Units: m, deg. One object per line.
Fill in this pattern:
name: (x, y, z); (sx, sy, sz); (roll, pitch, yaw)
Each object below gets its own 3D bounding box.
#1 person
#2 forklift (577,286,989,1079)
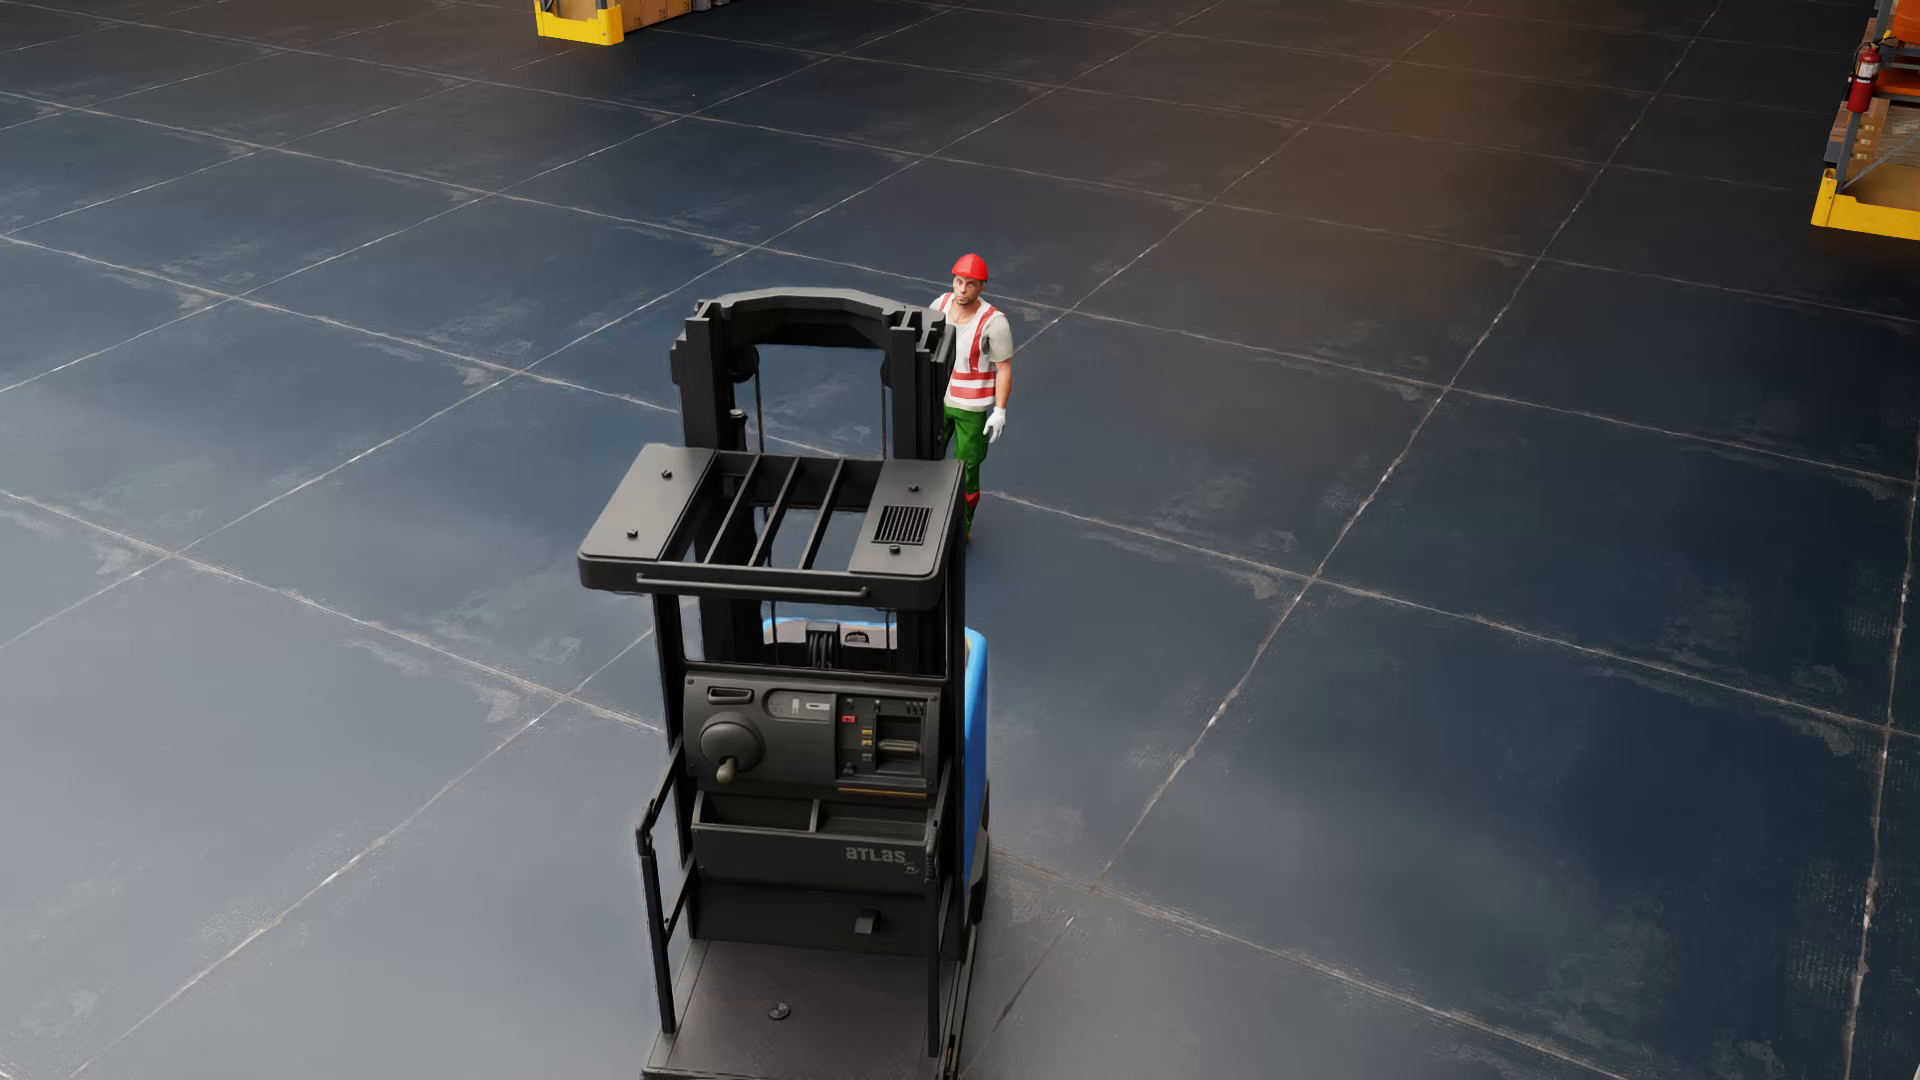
person: (-0.050, -0.749, 9.496); (0.637, 1.790, 0.562); (15, 33, 25)
forklift: (-0.556, 0.745, 5.780); (1.130, 2.935, 3.031); (3, 30, 6)
